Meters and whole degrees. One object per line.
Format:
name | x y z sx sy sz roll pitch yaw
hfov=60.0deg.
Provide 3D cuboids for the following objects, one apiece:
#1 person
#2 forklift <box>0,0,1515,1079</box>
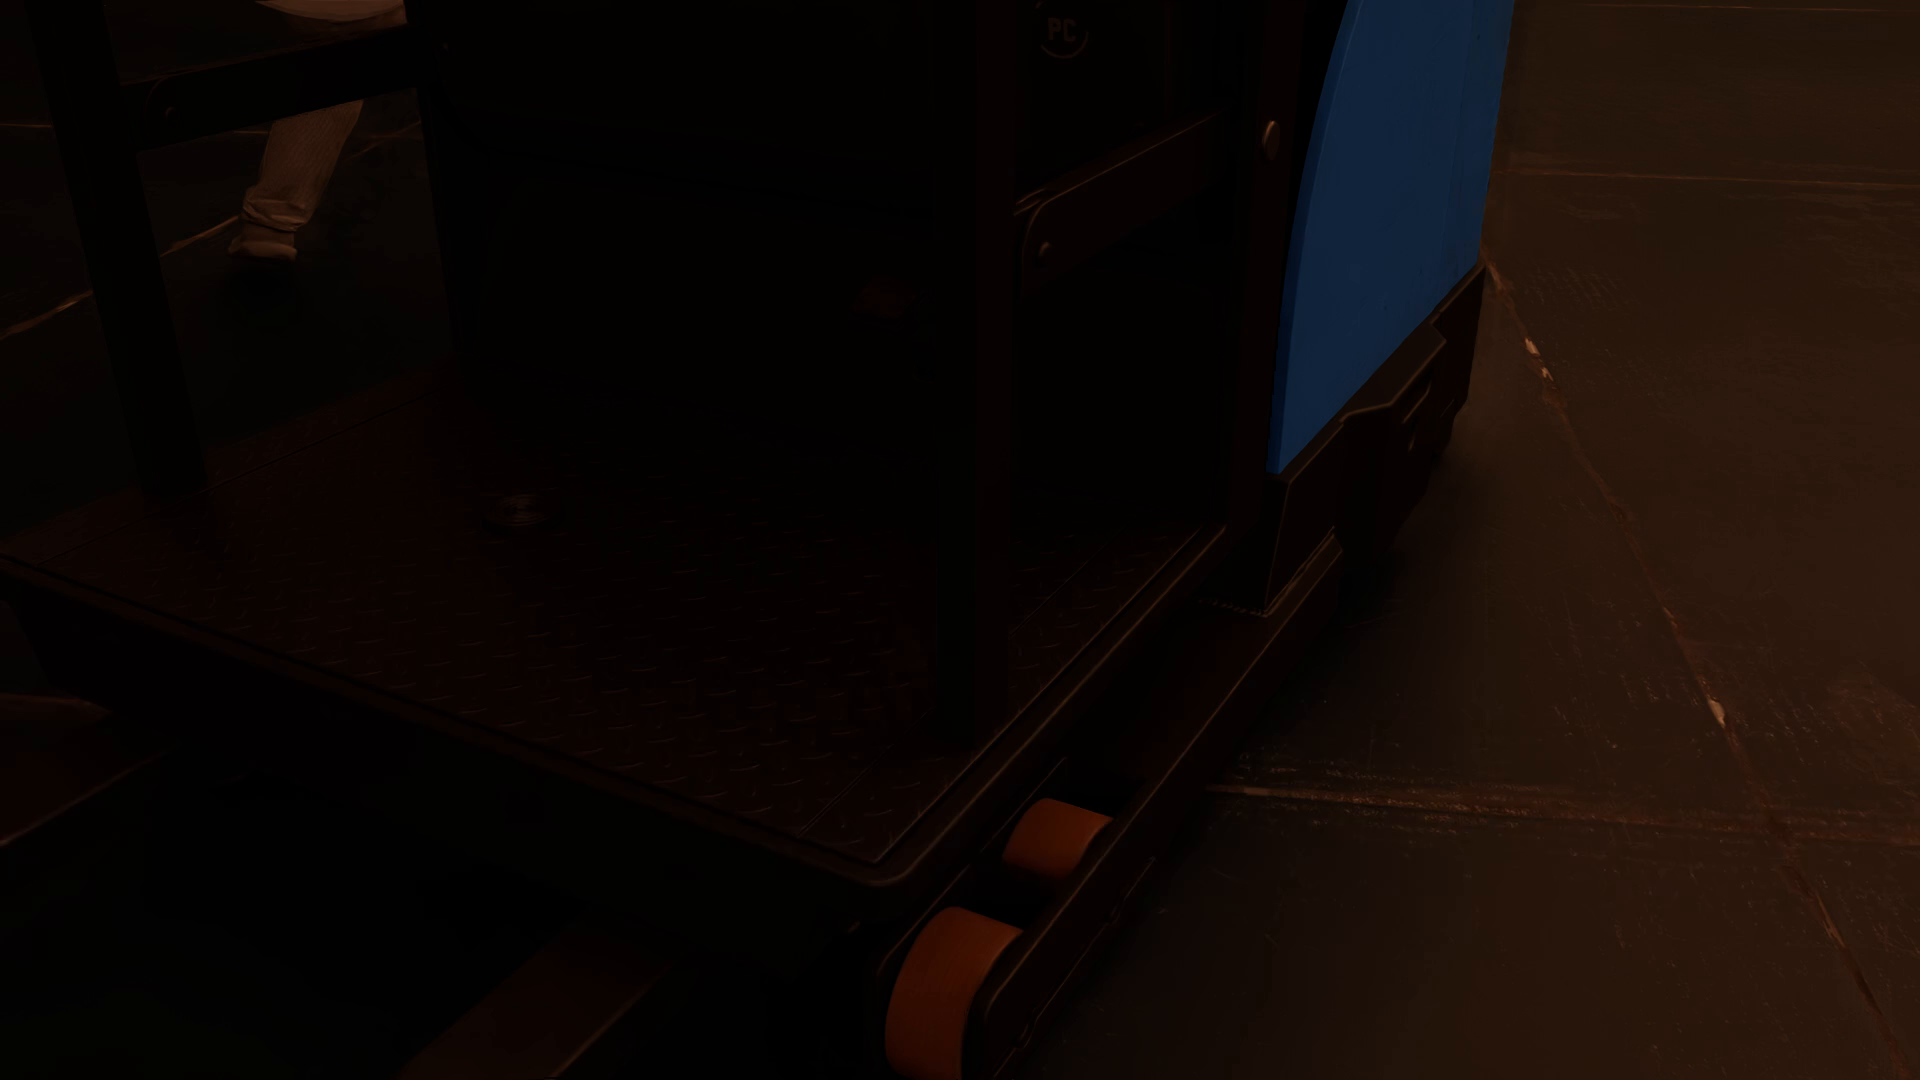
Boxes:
person | -1.028 -1.176 3.149 1.196 1.533 0.698 17 31 31
forklift | -0.294 -1.043 1.307 1.130 2.935 3.031 14 30 26
